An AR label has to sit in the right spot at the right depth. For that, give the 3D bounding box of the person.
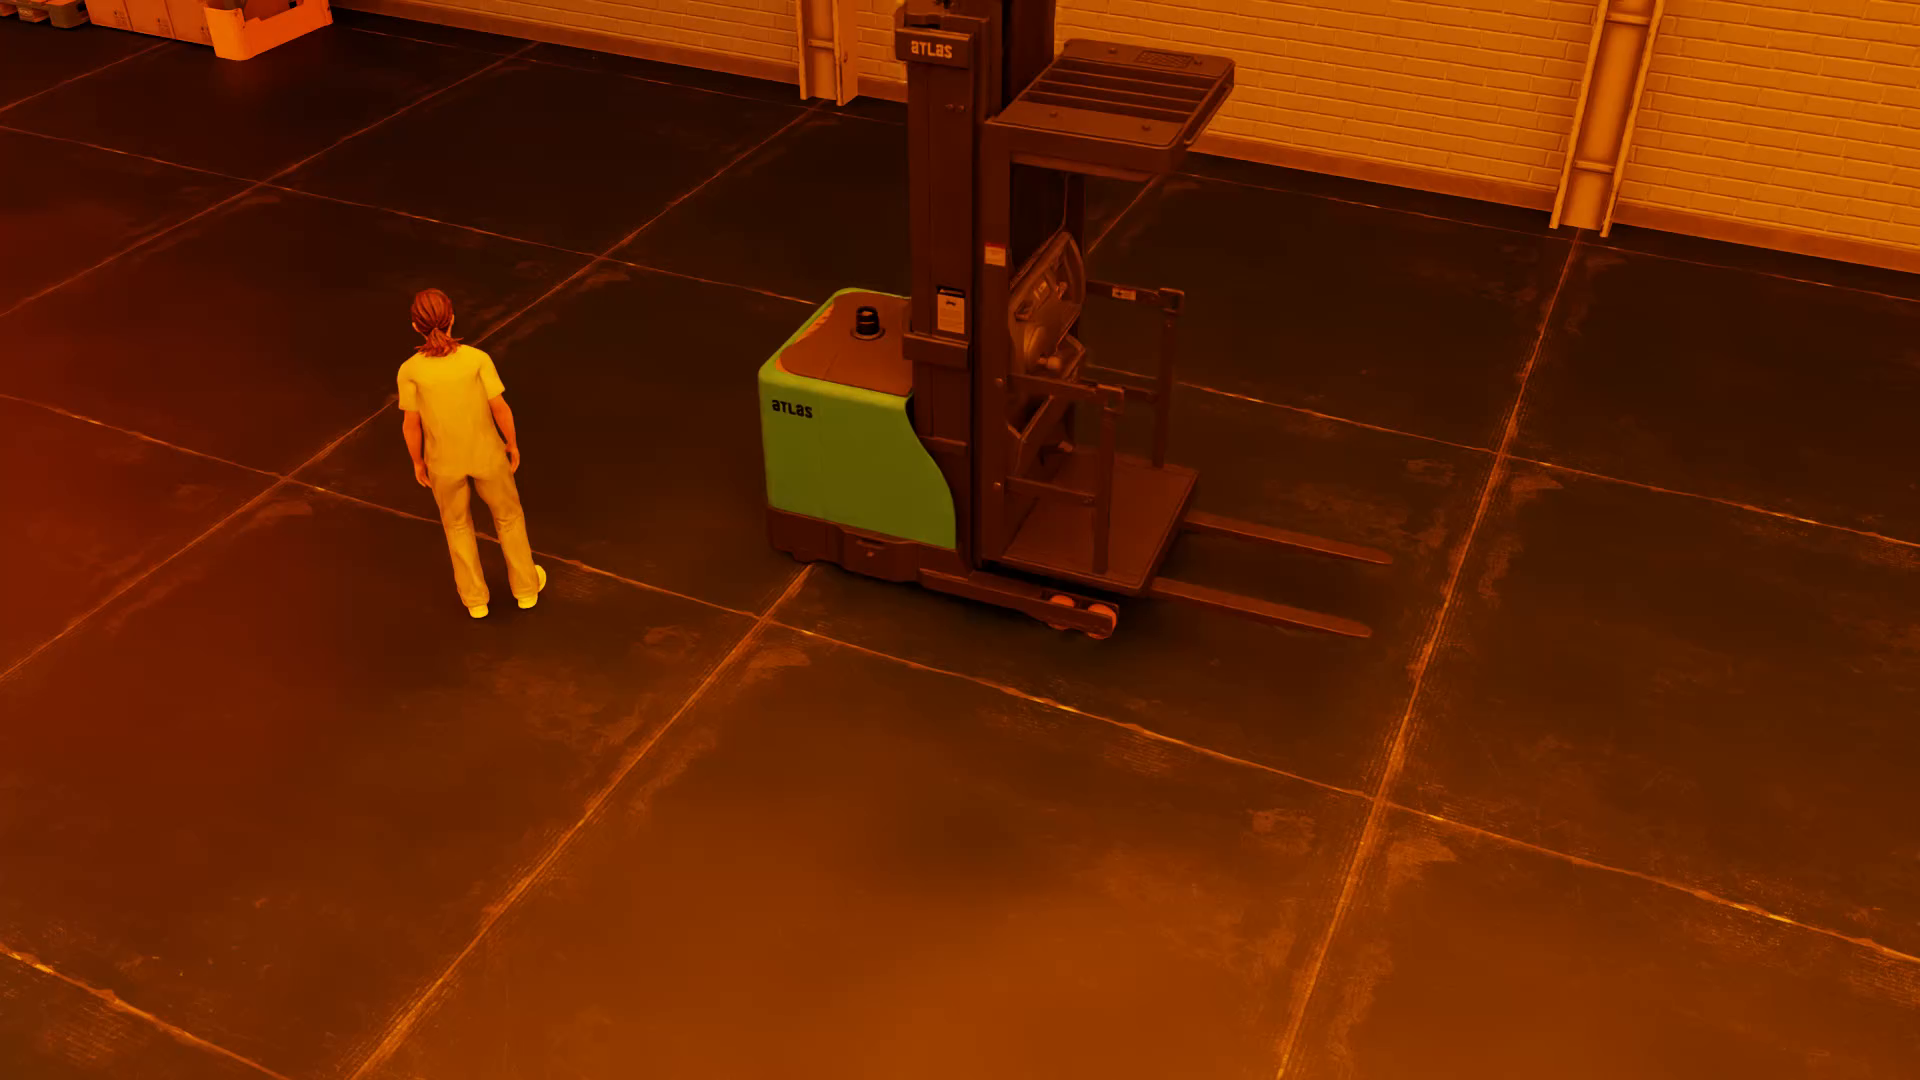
[{"bbox_3d":[-2.281,-0.380,7.704,0.503,1.671,0.359,-10,37,-14],"label":"person"}]

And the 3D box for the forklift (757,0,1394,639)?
[{"bbox_3d":[0.585,-1.070,7.587,3.031,2.935,1.130,13,37,17],"label":"forklift"}]
